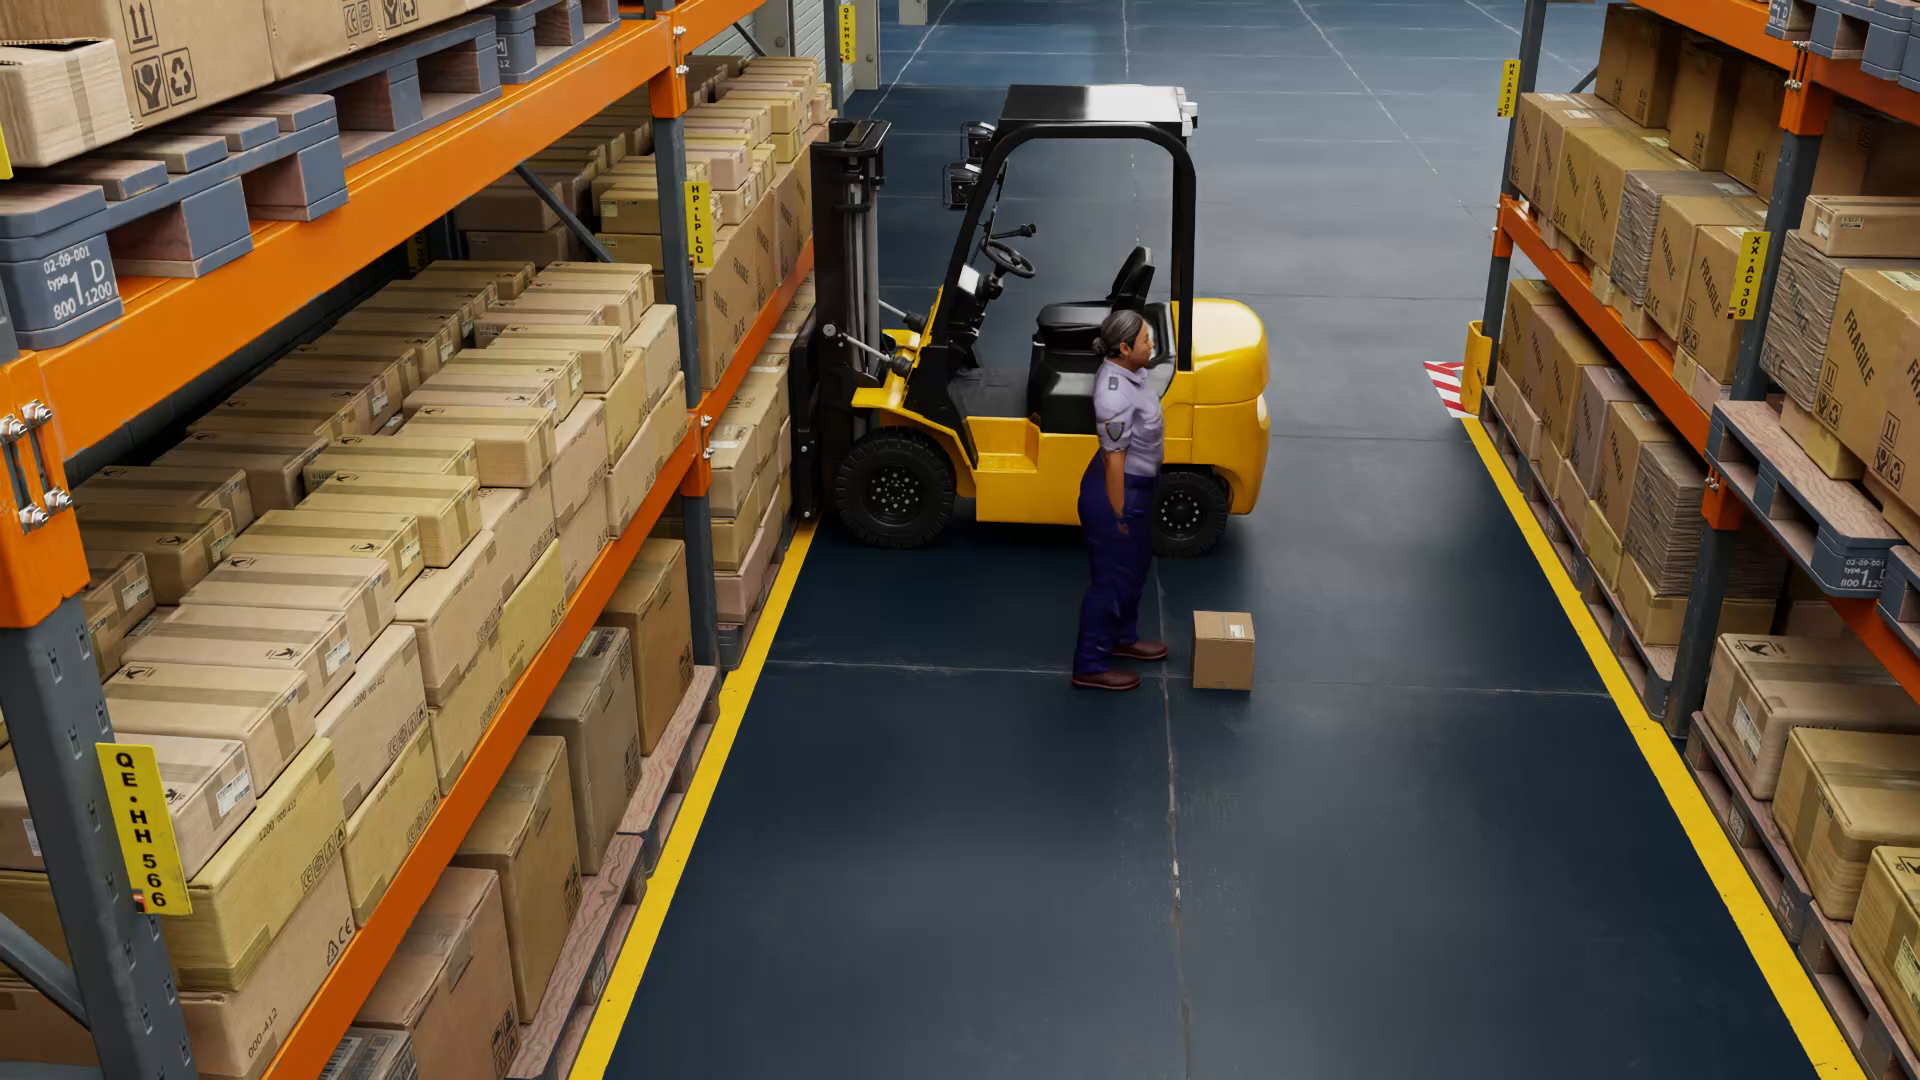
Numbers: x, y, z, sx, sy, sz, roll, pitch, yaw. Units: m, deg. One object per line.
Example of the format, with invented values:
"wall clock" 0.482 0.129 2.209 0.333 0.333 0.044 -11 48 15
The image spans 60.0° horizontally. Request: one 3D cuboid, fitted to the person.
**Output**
"person" 0.707 -0.173 6.999 0.422 1.646 0.470 2 25 5
